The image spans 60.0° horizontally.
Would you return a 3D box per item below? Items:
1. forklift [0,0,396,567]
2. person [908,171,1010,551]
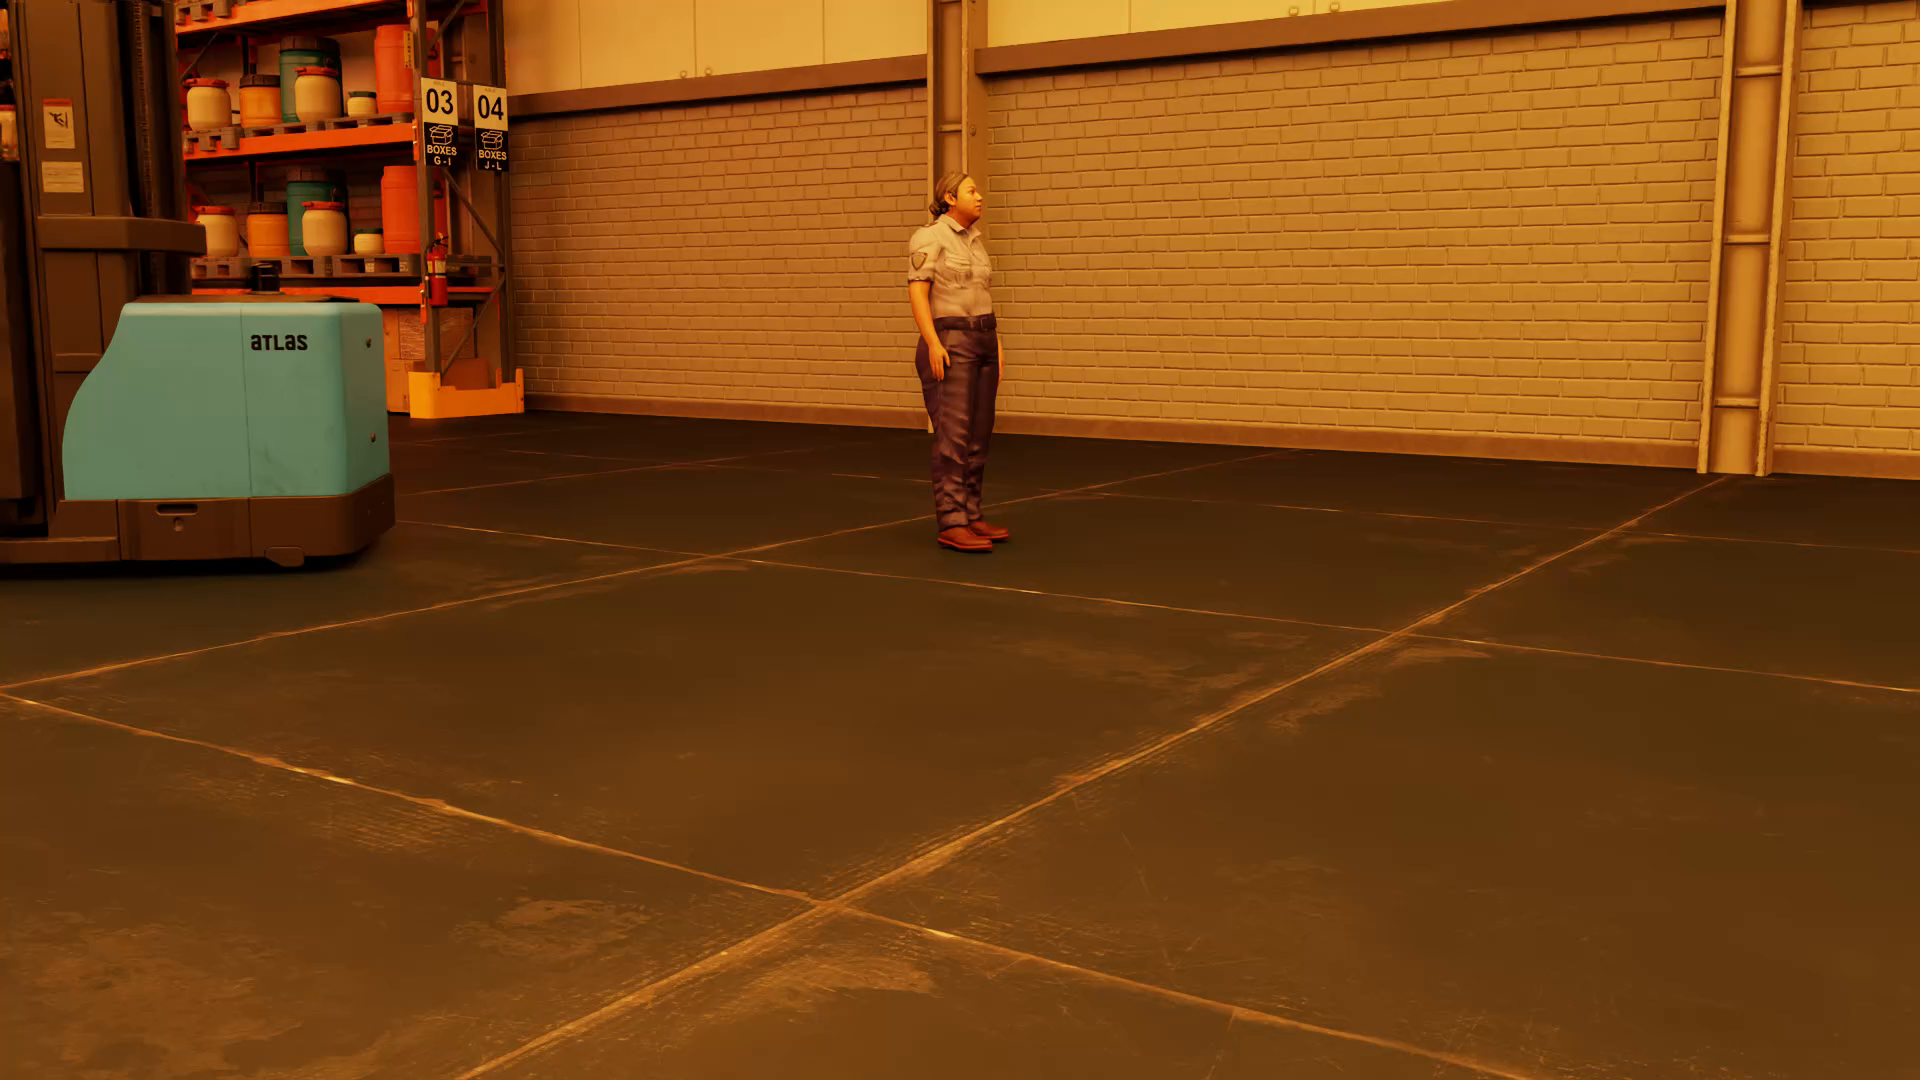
[{"bbox_3d":[-4.011,-1.359,6.752,3.031,2.935,1.130,-1,8,-8],"label":"forklift"},{"bbox_3d":[0.062,-0.813,7.418,0.502,1.651,0.598,5,10,34],"label":"person"}]
